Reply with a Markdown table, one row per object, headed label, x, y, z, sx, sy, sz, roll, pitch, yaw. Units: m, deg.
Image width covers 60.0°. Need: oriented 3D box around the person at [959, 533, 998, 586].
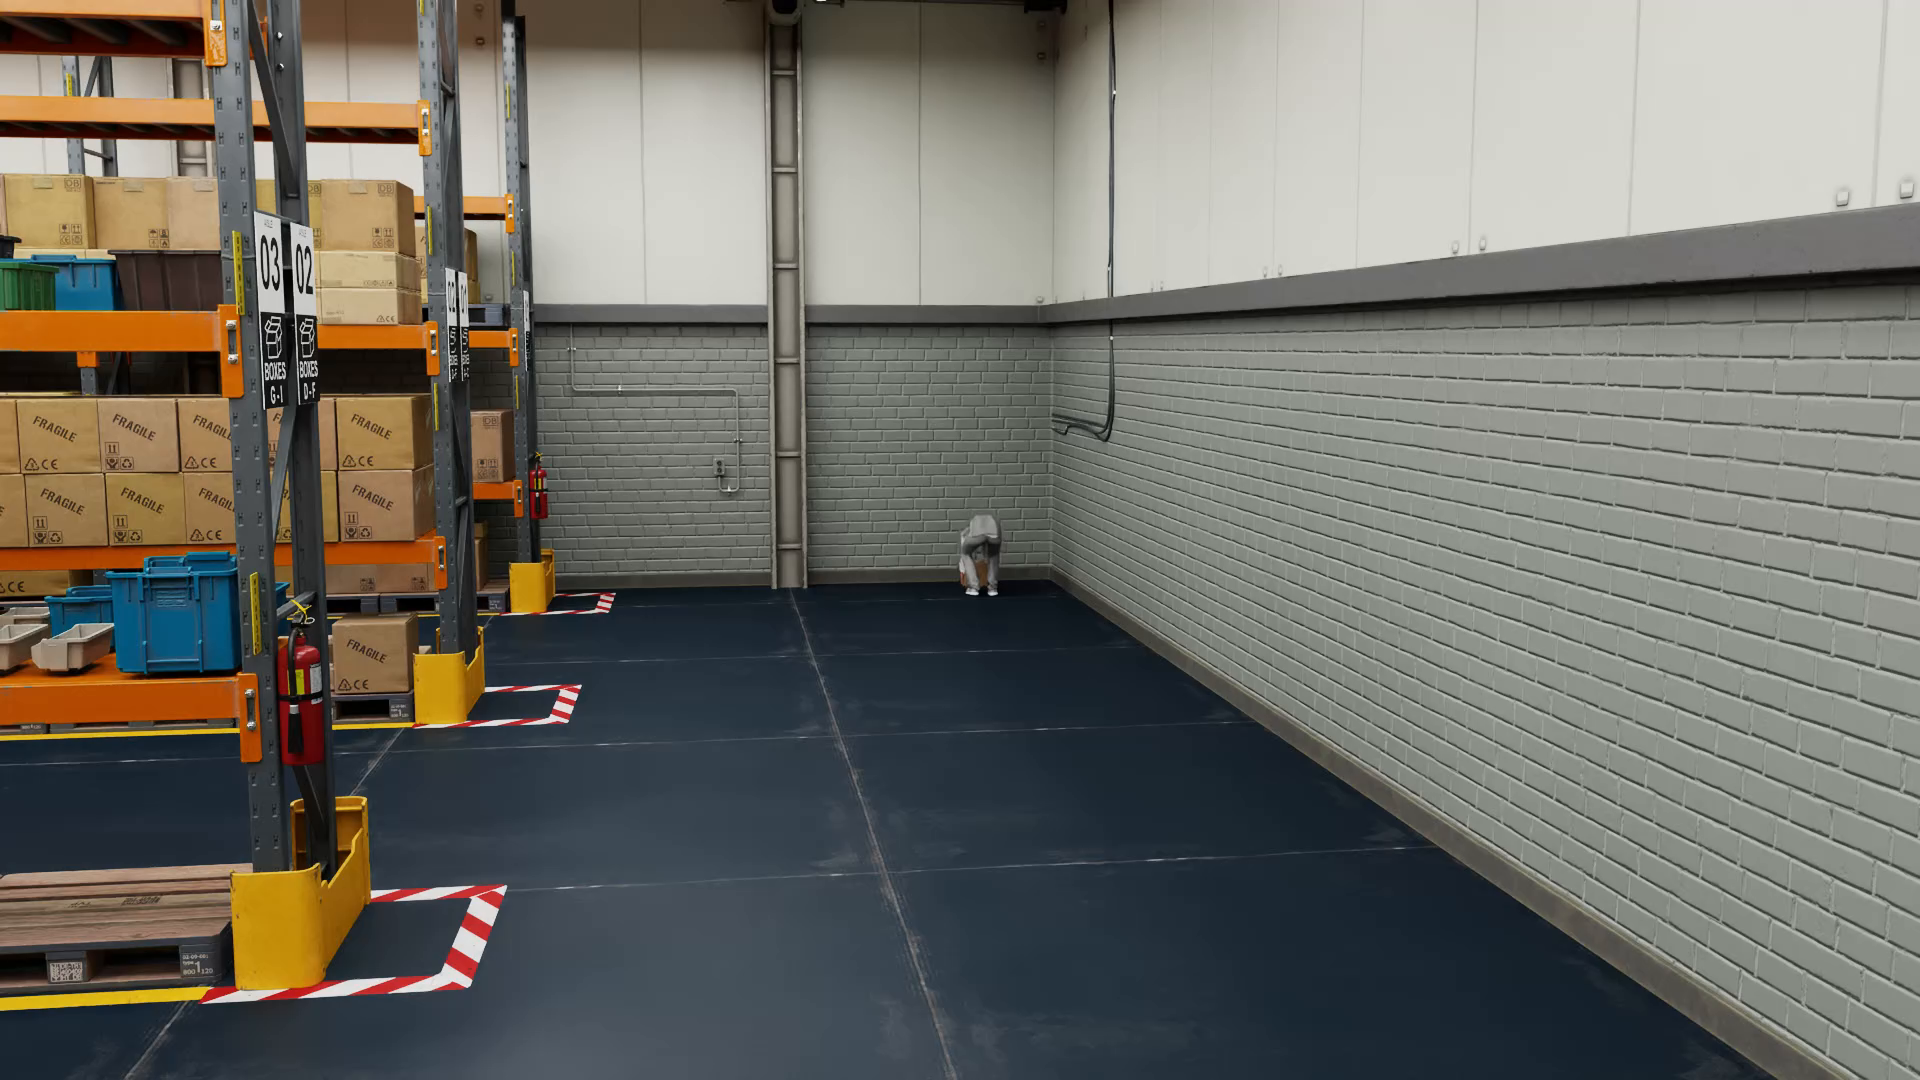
| label | x | y | z | sx | sy | sz | roll | pitch | yaw |
| --- | --- | --- | --- | --- | --- | --- | --- | --- | --- |
| person | 0.211 | 0.143 | 17.903 | 0.353 | 0.801 | 0.840 | -1 | 7 | -11 |
